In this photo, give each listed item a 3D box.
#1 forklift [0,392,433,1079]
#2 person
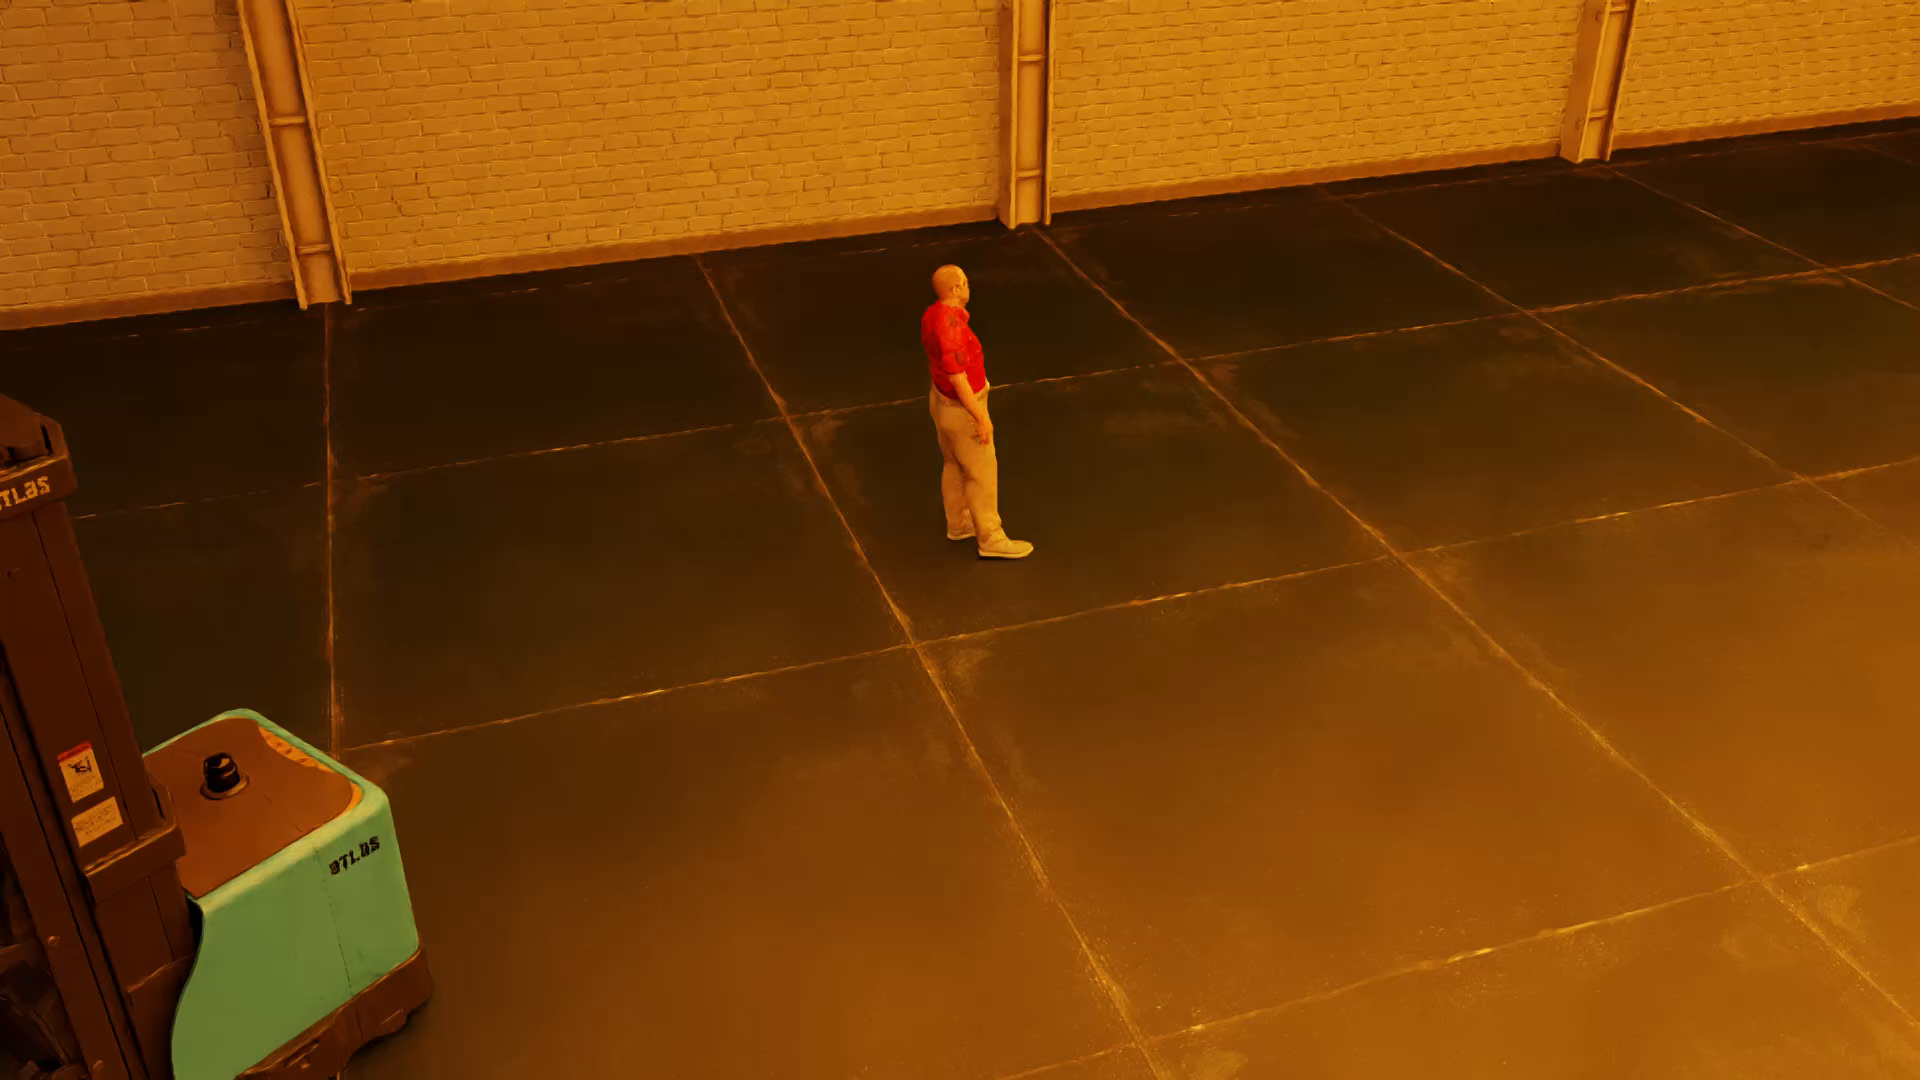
[{"bbox_3d":[-3.421,1.050,5.263,1.130,2.935,3.031,21,36,31],"label":"forklift"},{"bbox_3d":[0.089,-0.764,9.606,0.550,1.726,0.640,-10,31,-16],"label":"person"}]
